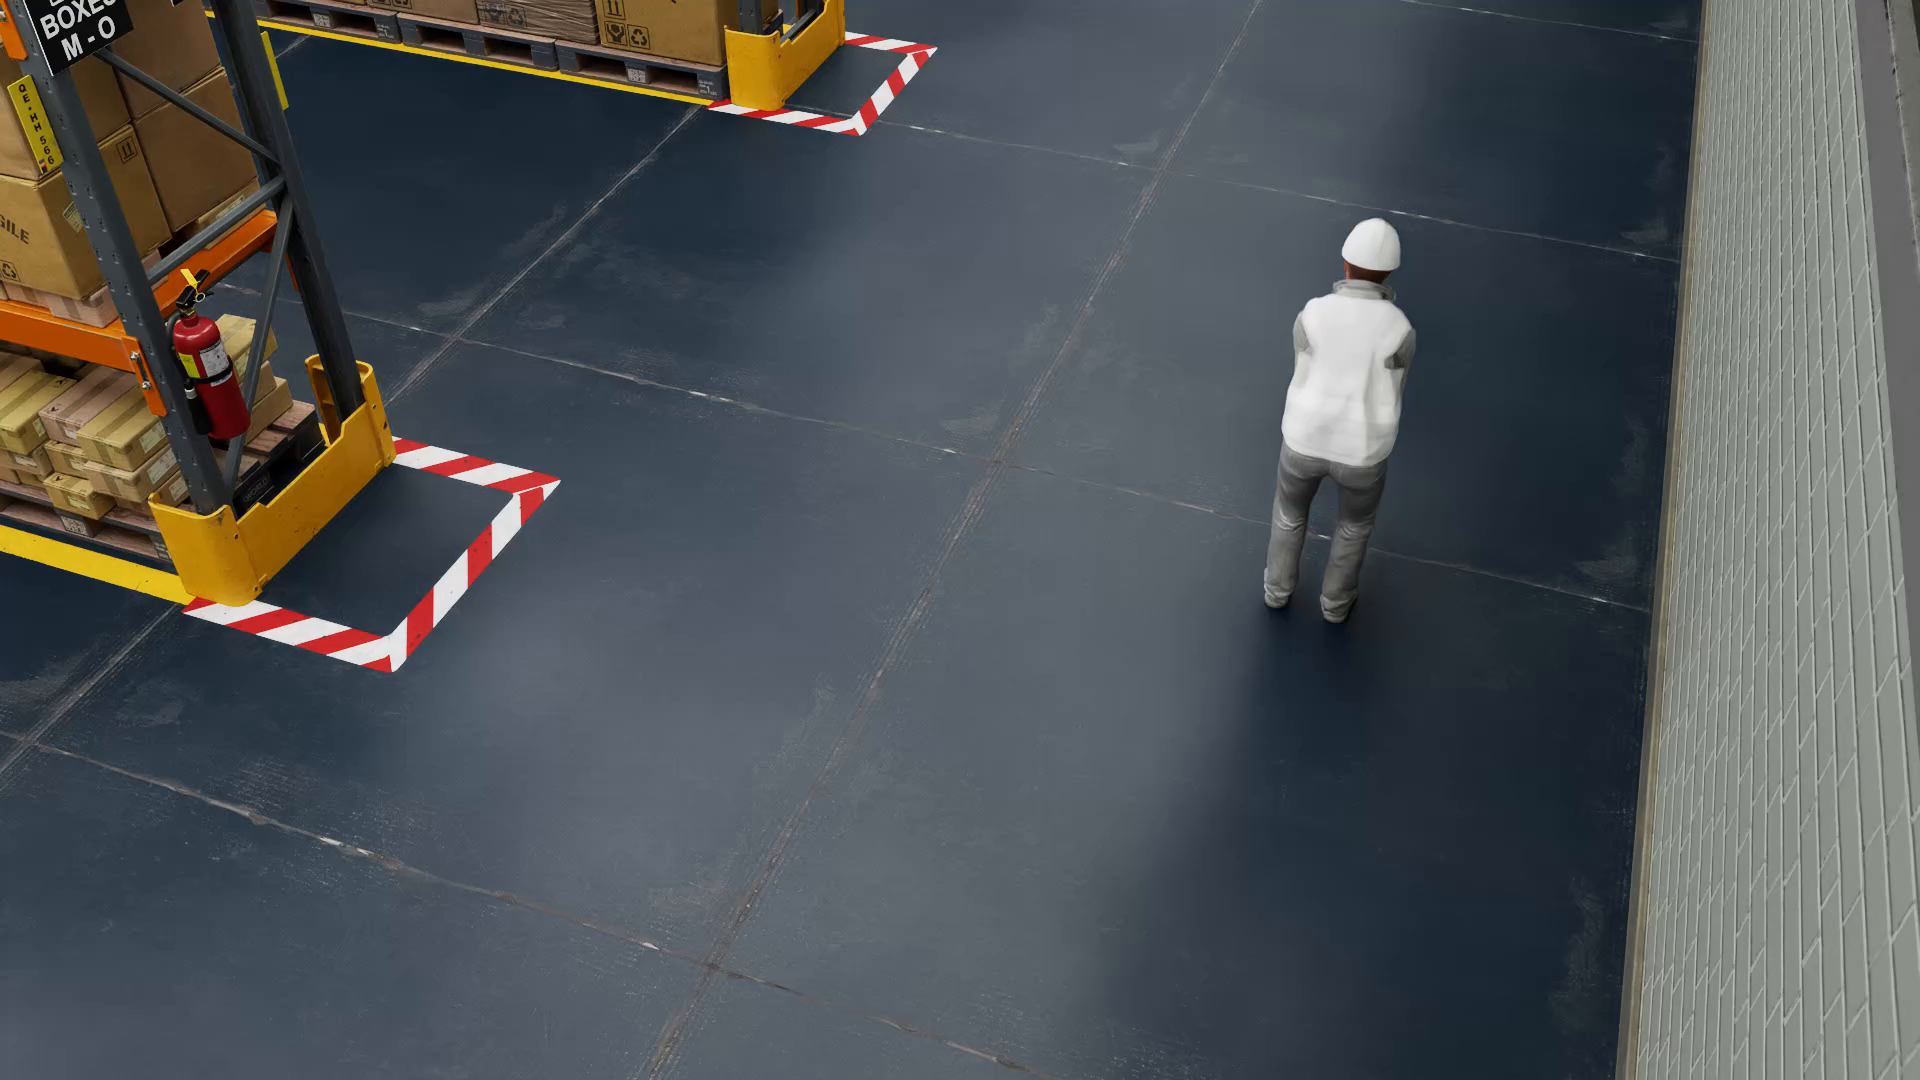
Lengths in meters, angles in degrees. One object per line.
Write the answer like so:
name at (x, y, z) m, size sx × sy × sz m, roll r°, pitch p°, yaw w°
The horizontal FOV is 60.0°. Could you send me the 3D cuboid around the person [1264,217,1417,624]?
person at (1.521, -0.457, 6.703) m, size 0.476 × 1.722 × 0.615 m, roll 13°, pitch 43°, yaw 14°
